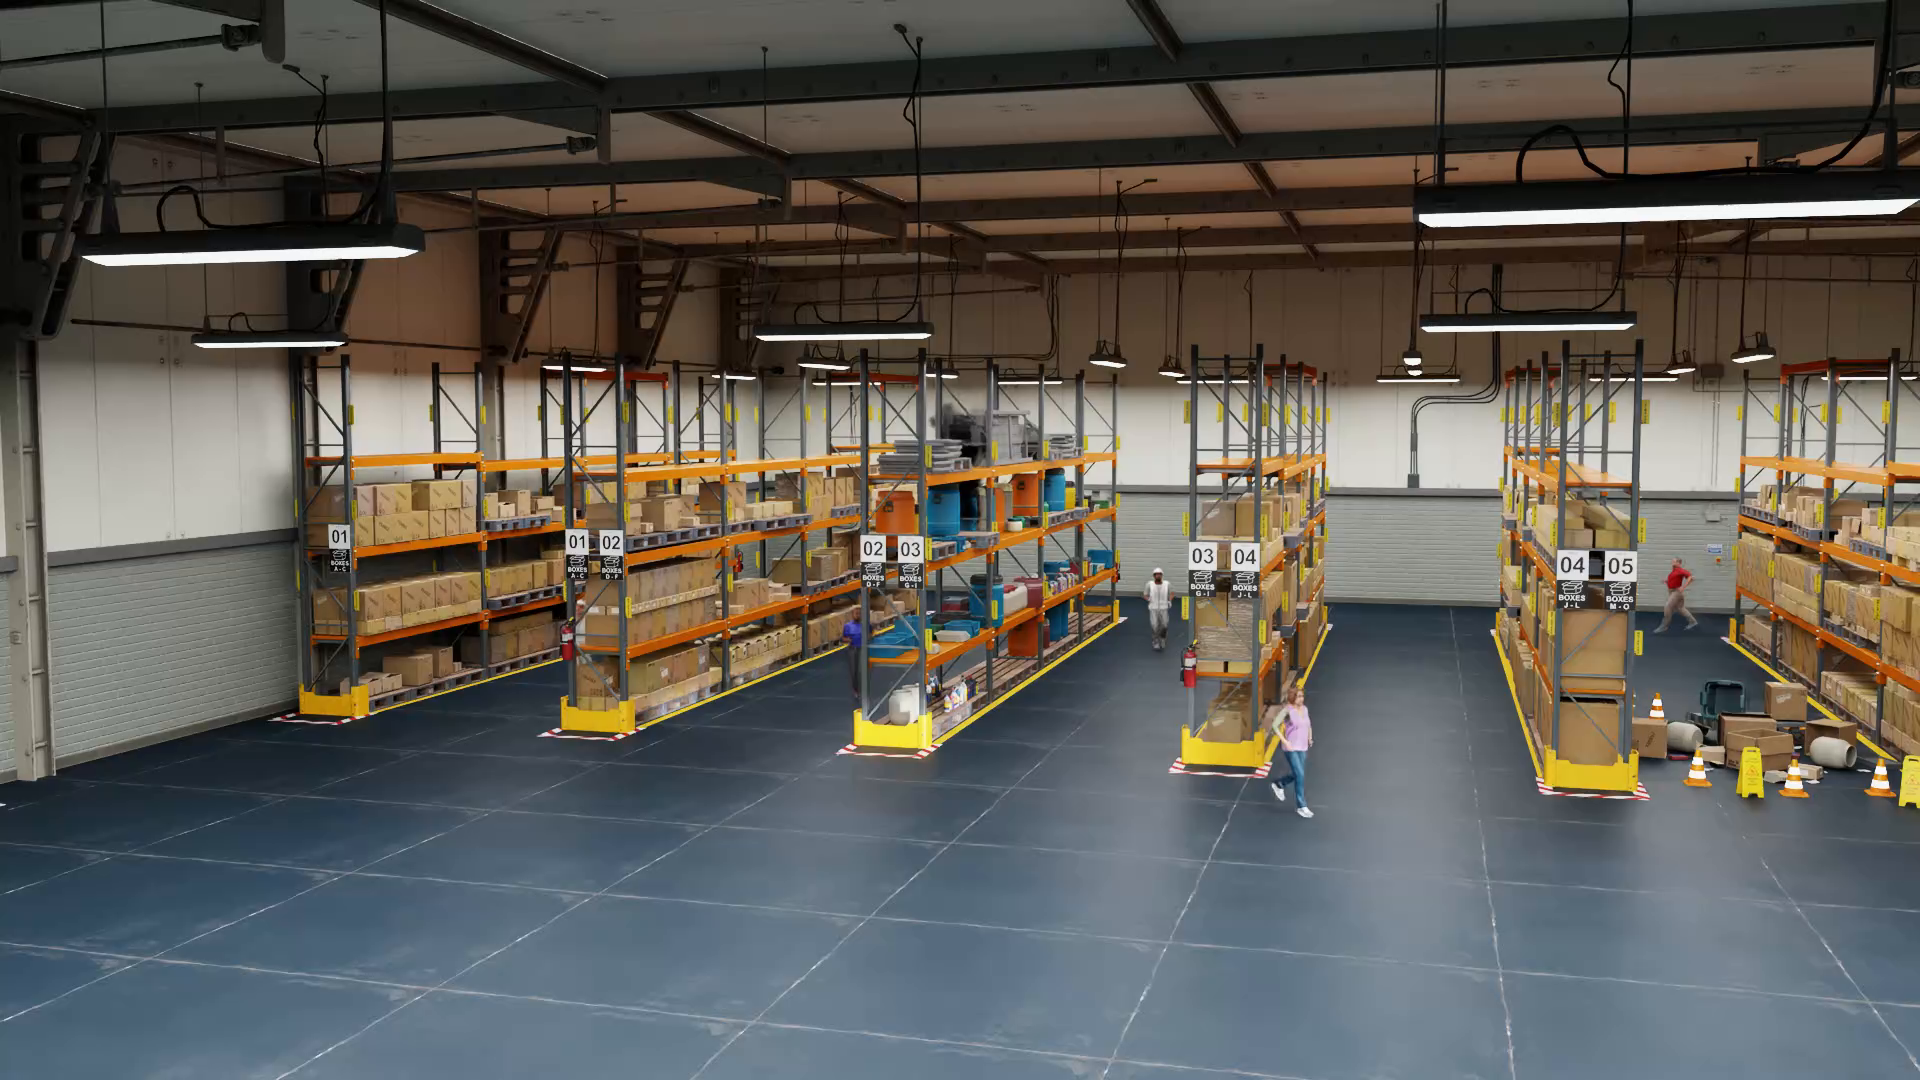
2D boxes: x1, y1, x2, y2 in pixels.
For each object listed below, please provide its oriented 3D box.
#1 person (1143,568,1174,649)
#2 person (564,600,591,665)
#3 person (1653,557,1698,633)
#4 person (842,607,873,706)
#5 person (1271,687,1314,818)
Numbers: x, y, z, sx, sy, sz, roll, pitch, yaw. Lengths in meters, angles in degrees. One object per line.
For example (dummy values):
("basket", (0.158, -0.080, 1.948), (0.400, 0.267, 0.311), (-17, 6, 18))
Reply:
("person", (4.228, 1.468, 35.328), (0.667, 1.737, 0.605), (0, 4, 2))
("person", (-6.717, 1.928, 29.428), (0.653, 1.736, 0.621), (0, 4, 4))
("person", (16.469, 1.275, 38.228), (0.934, 1.761, 0.698), (1, 4, 16))
("person", (-1.788, 2.014, 28.974), (0.519, 1.693, 0.828), (0, 4, 4))
("person", (4.190, 2.647, 20.981), (0.545, 1.600, 0.781), (-3, 5, -32))
